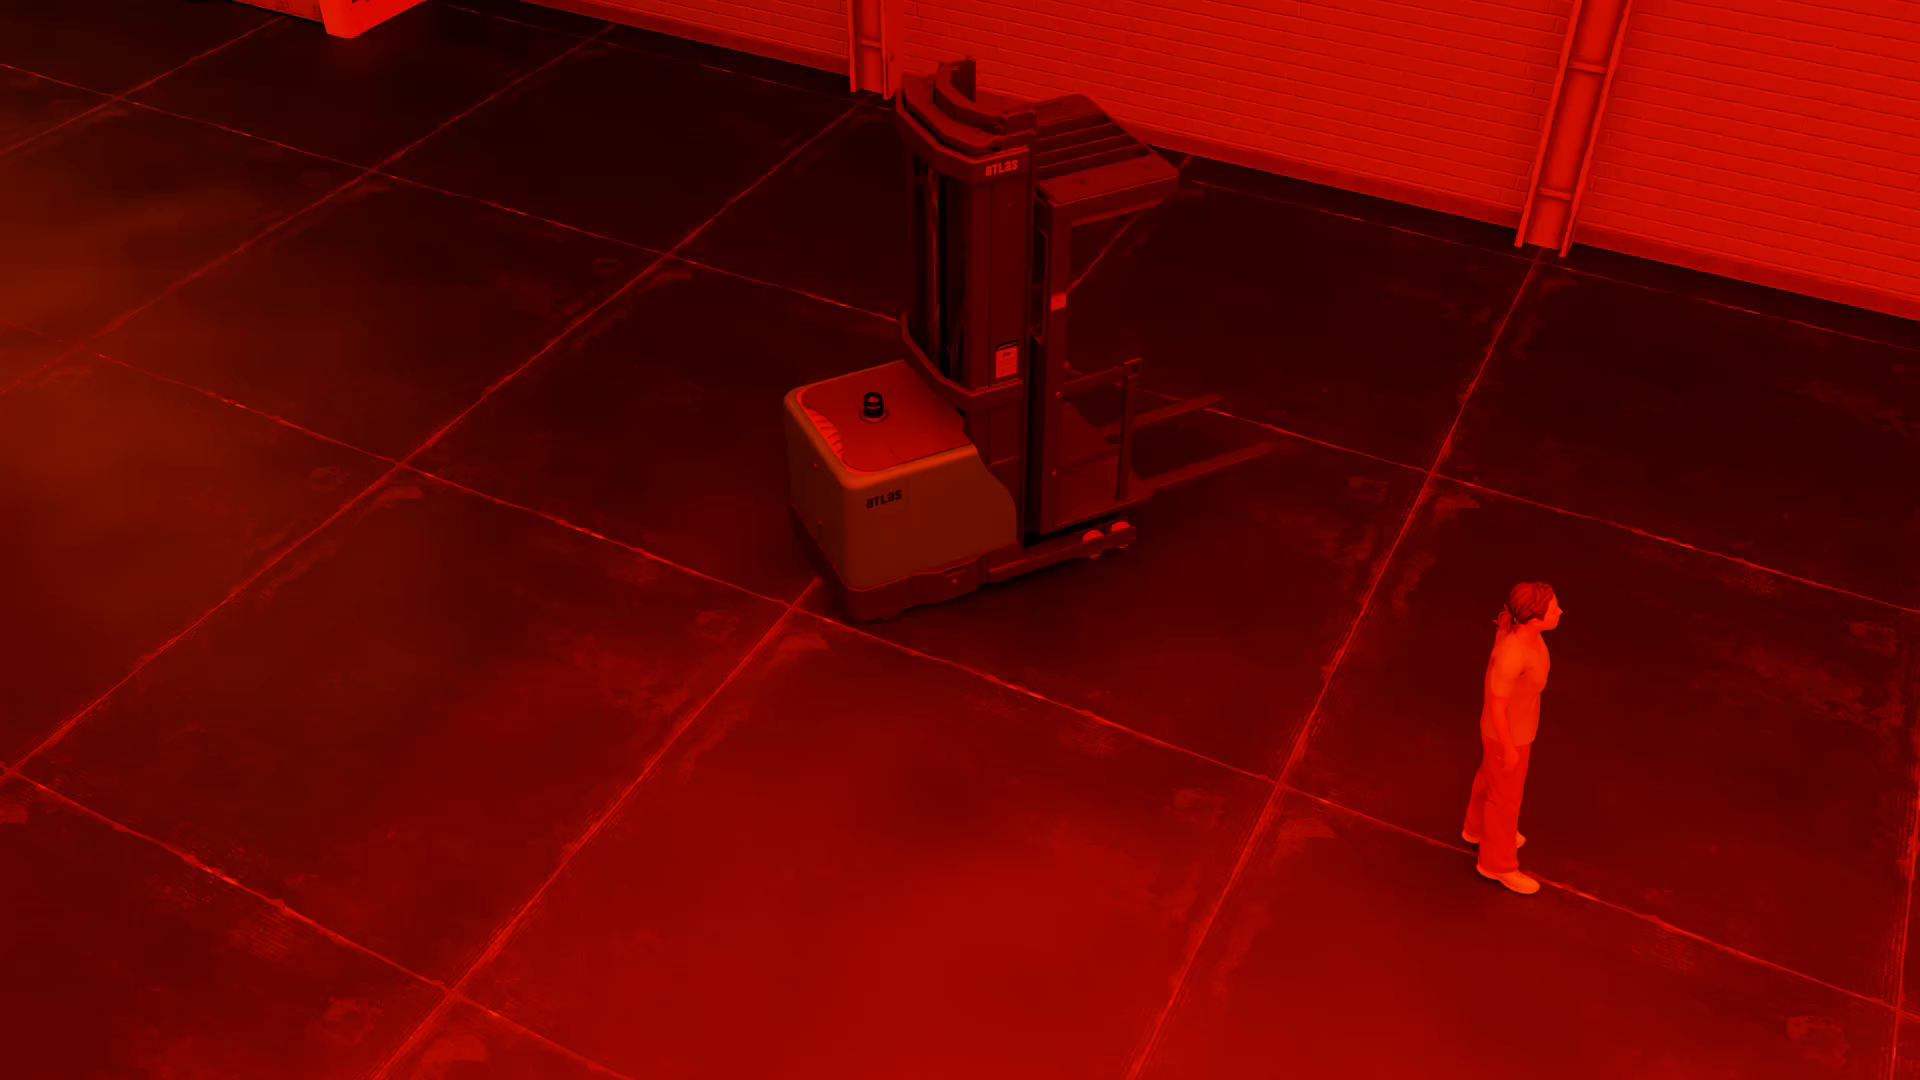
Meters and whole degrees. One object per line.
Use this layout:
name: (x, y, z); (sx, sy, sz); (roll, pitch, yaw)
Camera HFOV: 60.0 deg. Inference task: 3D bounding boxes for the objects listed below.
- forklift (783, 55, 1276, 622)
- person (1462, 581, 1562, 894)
forklift: (0.513, -1.303, 9.533); (3.031, 2.935, 1.130); (-18, 43, -20)
person: (2.676, 0.895, 7.890); (0.543, 1.677, 0.547); (14, 42, 16)
